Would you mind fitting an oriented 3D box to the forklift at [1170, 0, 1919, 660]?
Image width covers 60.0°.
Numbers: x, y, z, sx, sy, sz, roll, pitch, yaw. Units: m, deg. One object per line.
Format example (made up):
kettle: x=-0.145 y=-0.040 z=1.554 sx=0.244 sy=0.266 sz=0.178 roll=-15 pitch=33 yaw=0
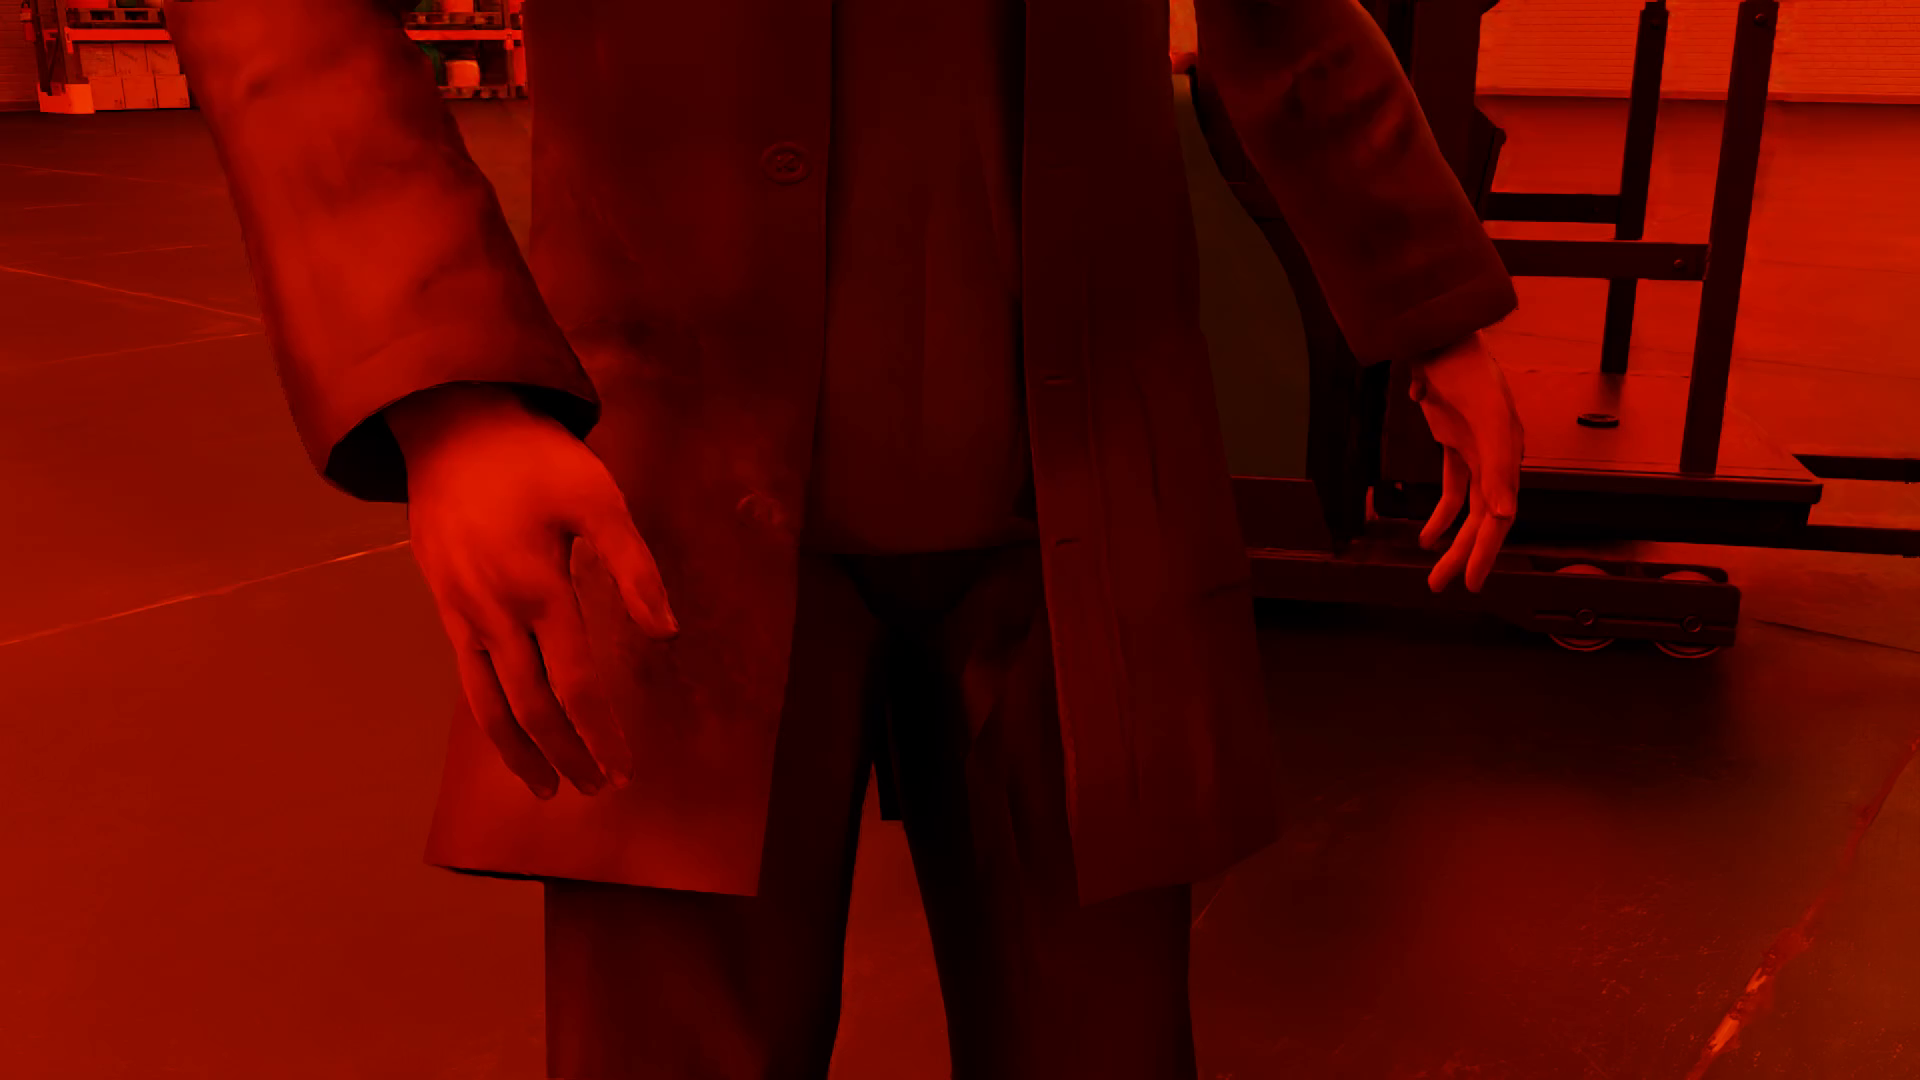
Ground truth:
forklift: x=1.229 y=-1.312 z=3.328 sx=3.031 sy=2.867 sz=1.129 roll=4 pitch=17 yaw=11
